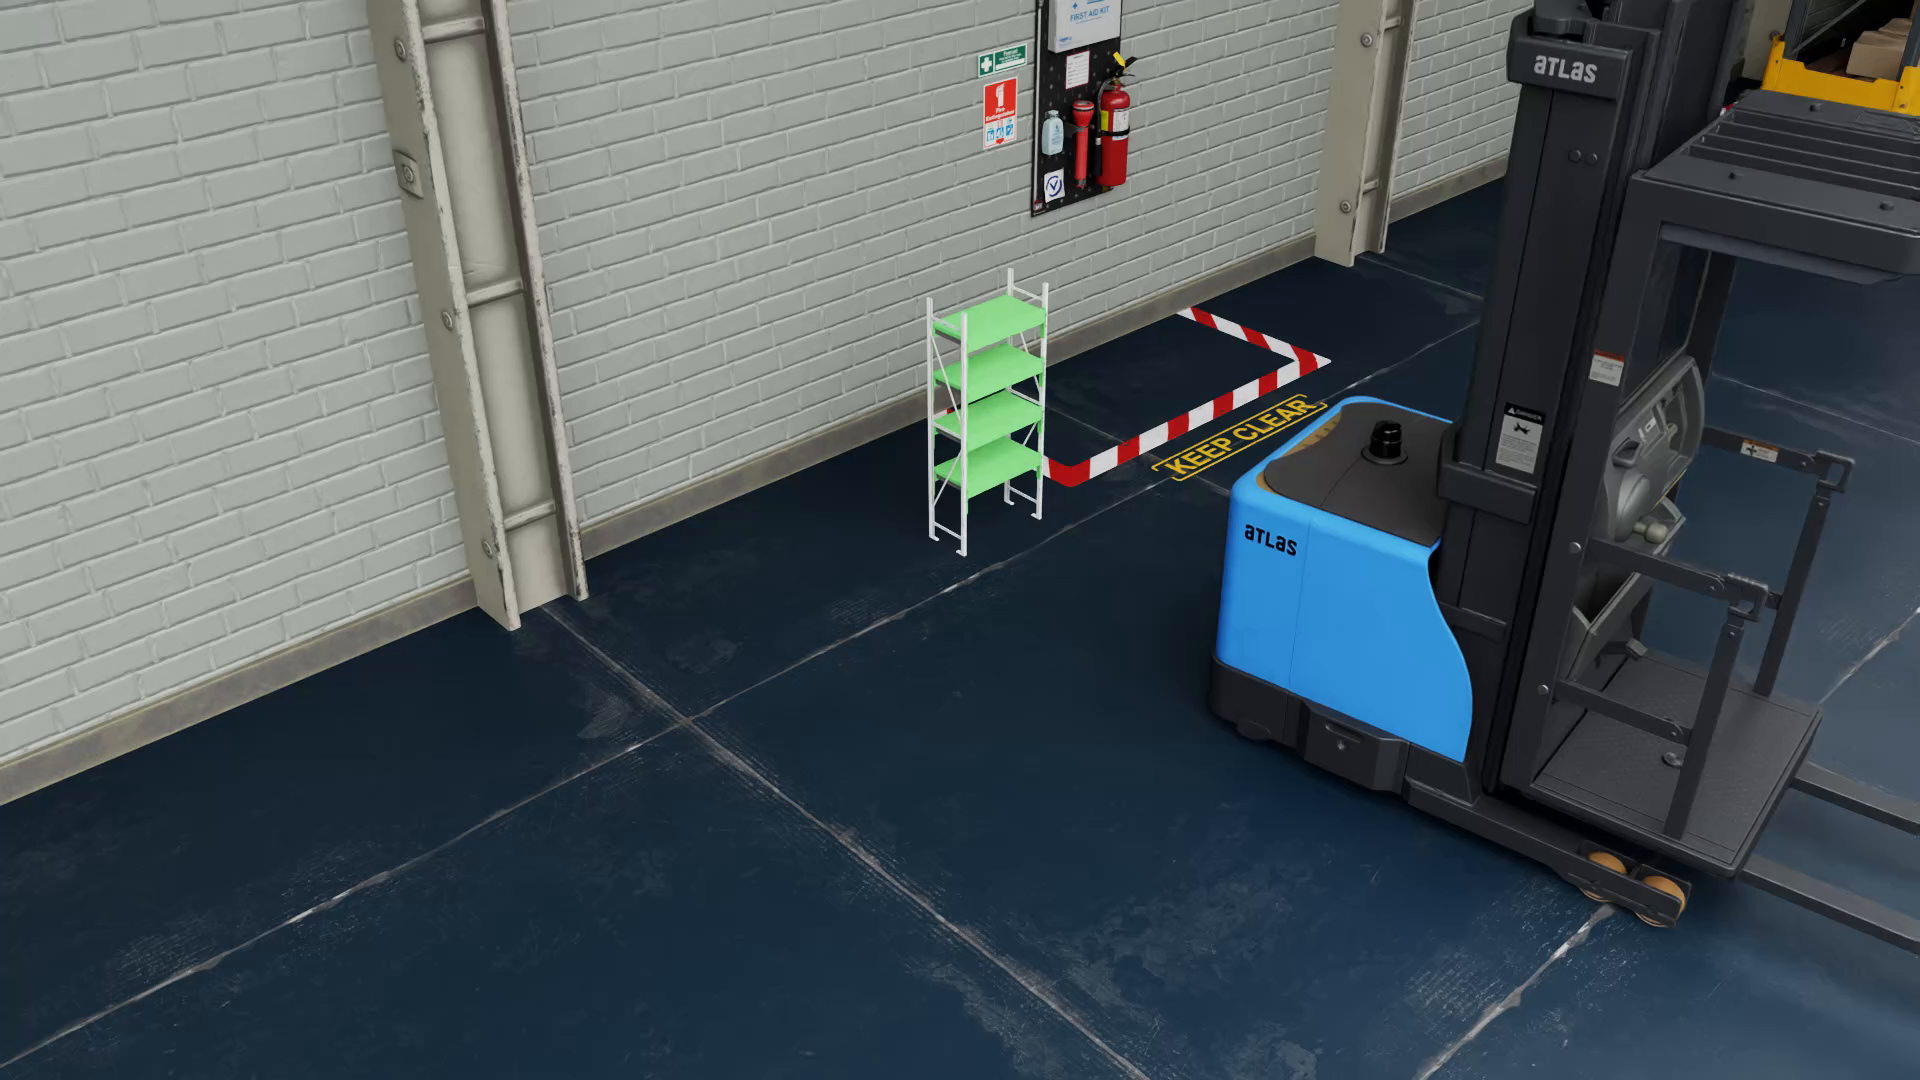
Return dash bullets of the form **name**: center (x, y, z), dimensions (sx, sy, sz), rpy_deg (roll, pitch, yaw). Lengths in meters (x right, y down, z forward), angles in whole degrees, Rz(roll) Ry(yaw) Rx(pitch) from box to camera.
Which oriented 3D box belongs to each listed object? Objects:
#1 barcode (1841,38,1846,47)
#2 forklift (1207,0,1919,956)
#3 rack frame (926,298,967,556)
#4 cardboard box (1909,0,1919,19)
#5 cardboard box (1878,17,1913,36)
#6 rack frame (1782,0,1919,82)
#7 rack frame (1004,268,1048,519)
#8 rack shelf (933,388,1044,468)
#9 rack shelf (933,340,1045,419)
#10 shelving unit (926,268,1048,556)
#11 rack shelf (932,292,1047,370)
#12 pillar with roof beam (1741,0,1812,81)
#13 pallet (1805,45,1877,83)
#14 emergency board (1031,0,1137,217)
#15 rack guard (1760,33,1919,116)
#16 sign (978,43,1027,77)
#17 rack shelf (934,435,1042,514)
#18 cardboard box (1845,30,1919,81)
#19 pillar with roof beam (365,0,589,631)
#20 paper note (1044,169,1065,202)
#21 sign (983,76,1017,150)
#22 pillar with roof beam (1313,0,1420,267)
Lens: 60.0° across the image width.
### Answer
- **barcode**: center (7.300, -4.110, 13.743), dimensions (0.075, 0.075, 0.001), rpy_deg (-26, 40, -35)
- **forklift**: center (2.444, -0.261, 5.367), dimensions (3.031, 2.935, 1.130), rpy_deg (22, 38, 32)
- **rack frame**: center (-0.058, -0.484, 7.391), dimensions (0.015, 1.200, 0.240), rpy_deg (-26, 40, -35)
- **cardboard box**: center (8.549, -4.471, 14.161), dimensions (0.700, 0.500, 0.500), rpy_deg (26, 40, 36)
- **cardboard box**: center (7.977, -4.149, 13.816), dimensions (0.500, 0.311, 0.500), rpy_deg (-22, 38, -32)
- **rack frame**: center (6.990, -4.695, 12.553), dimensions (0.127, 3.000, 1.000), rpy_deg (-26, 40, -35)
- **rack frame**: center (0.300, -0.657, 7.675), dimensions (0.015, 1.200, 0.240), rpy_deg (-26, 40, -35)
- **rack shelf**: center (0.121, -0.516, 7.566), dimensions (0.480, 0.148, 0.258), rpy_deg (-26, 40, -35)
- **rack shelf**: center (0.121, -0.721, 7.441), dimensions (0.480, 0.148, 0.258), rpy_deg (-26, 40, -35)
- **shelving unit**: center (0.121, -0.571, 7.533), dimensions (0.503, 1.200, 0.258), rpy_deg (-26, 40, -35)
- **rack shelf**: center (0.121, -0.926, 7.316), dimensions (0.480, 0.148, 0.258), rpy_deg (-26, 40, -35)
- **pillar with roof beam**: center (9.842, -6.187, 9.242), dimensions (0.400, 9.000, 9.100), rpy_deg (-26, 40, -35)
- **pallet**: center (7.666, -3.807, 13.774), dimensions (1.213, 0.211, 1.003), rpy_deg (-26, 40, -35)
- **emergency board**: center (0.678, -2.284, 8.610), dimensions (0.643, 1.169, 0.194), rpy_deg (-26, 40, -35)
- **rack guard**: center (7.046, -3.656, 13.249), dimensions (0.348, 0.500, 1.175), rpy_deg (-26, 40, -35)
- **sign**: center (0.211, -2.367, 8.204), dimensions (0.331, 0.109, 0.001), rpy_deg (-26, 40, -35)
- **rack shelf**: center (0.121, -0.311, 7.692), dimensions (0.480, 0.148, 0.258), rpy_deg (-26, 40, -35)
- **cardboard box**: center (7.559, -3.947, 13.485), dimensions (0.500, 0.311, 0.500), rpy_deg (24, 39, 34)
- **pillar with roof beam**: center (1.043, -1.931, 2.281), dimensions (0.400, 9.000, 9.100), rpy_deg (-26, 40, -35)
- **paper note**: center (0.501, -1.872, 8.781), dimensions (0.142, 0.148, 0.016), rpy_deg (-26, 40, -35)
- **sign**: center (0.202, -2.143, 8.345), dimensions (0.234, 0.329, 0.001), rpy_deg (-26, 40, -35)
- **pillar with roof beam**: center (5.443, -4.059, 5.762), dimensions (0.400, 9.000, 9.100), rpy_deg (-26, 40, -35)
